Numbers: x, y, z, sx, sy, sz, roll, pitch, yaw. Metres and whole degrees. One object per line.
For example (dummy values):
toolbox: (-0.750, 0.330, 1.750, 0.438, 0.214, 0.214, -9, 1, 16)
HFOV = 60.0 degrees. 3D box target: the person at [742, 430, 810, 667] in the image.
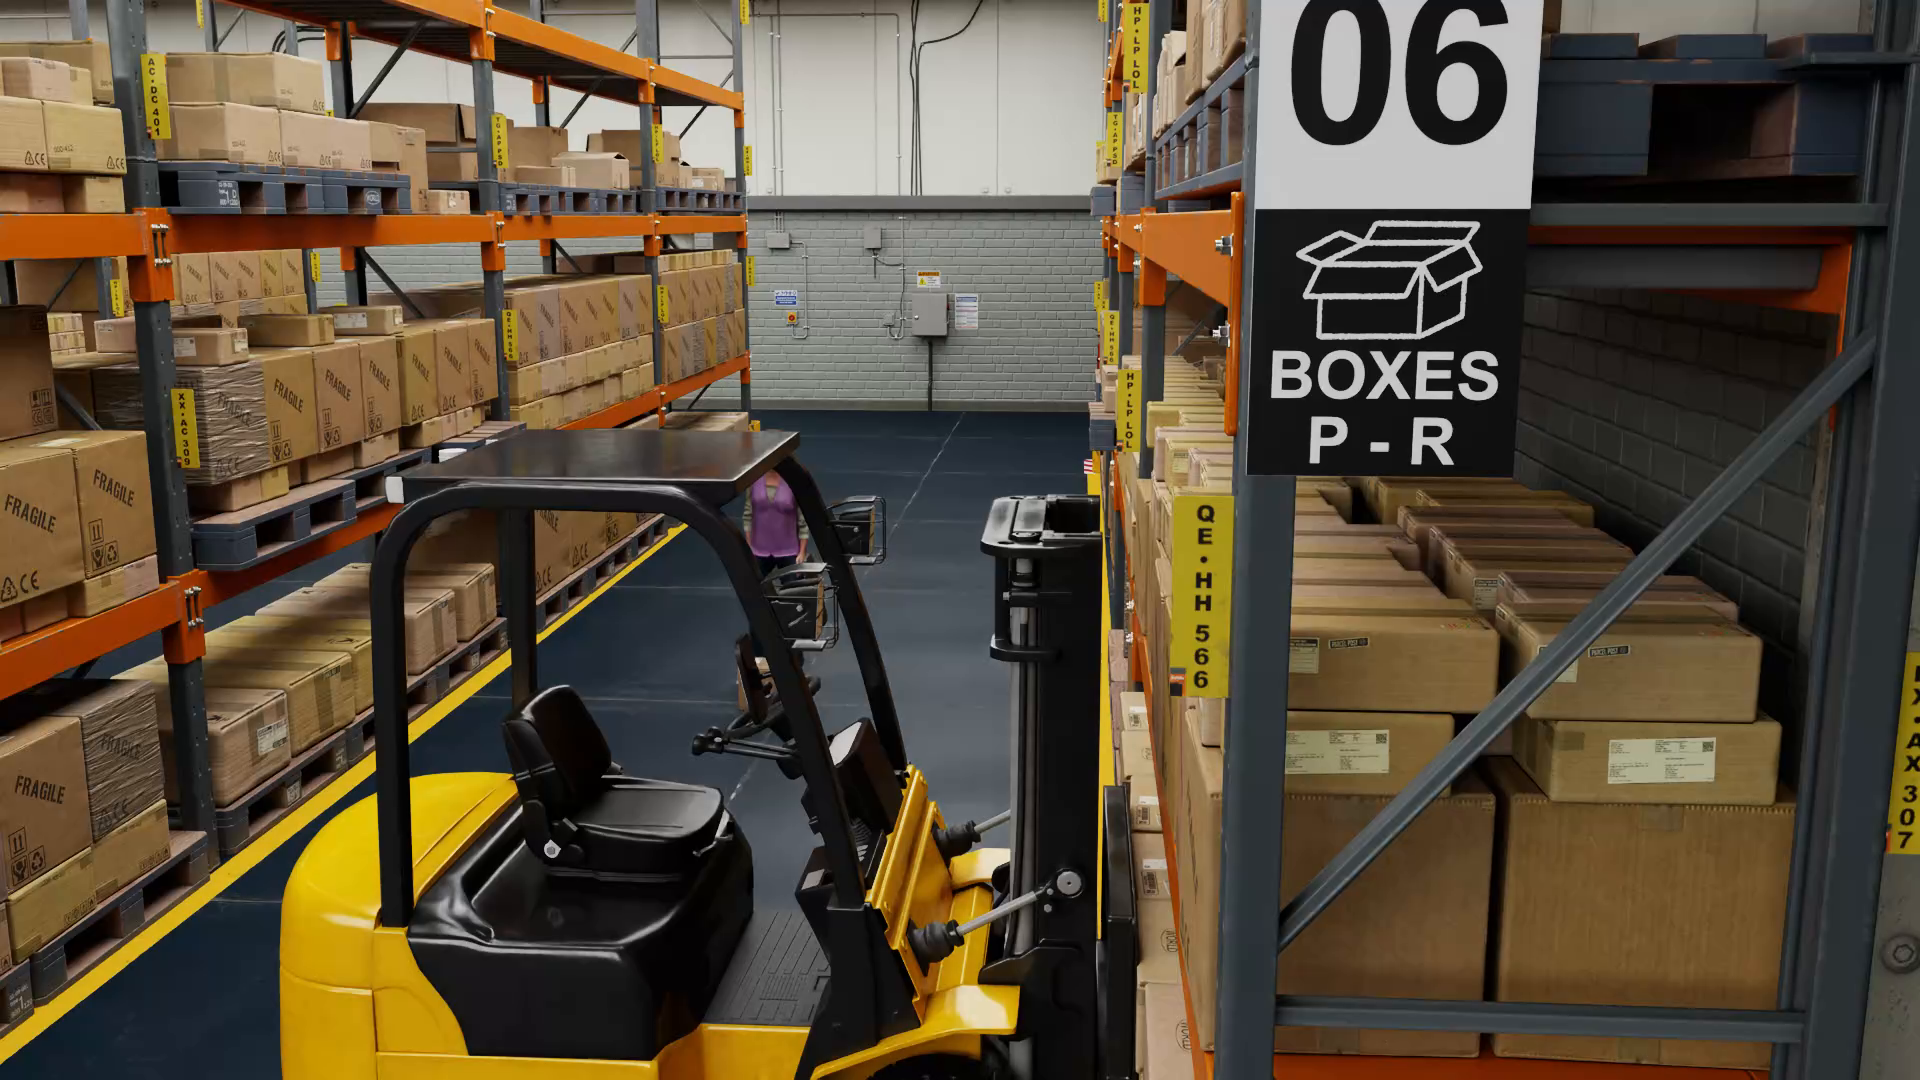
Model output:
person: (-1.092, 0.115, 10.014, 0.423, 1.549, 0.368, 1, 11, 5)
